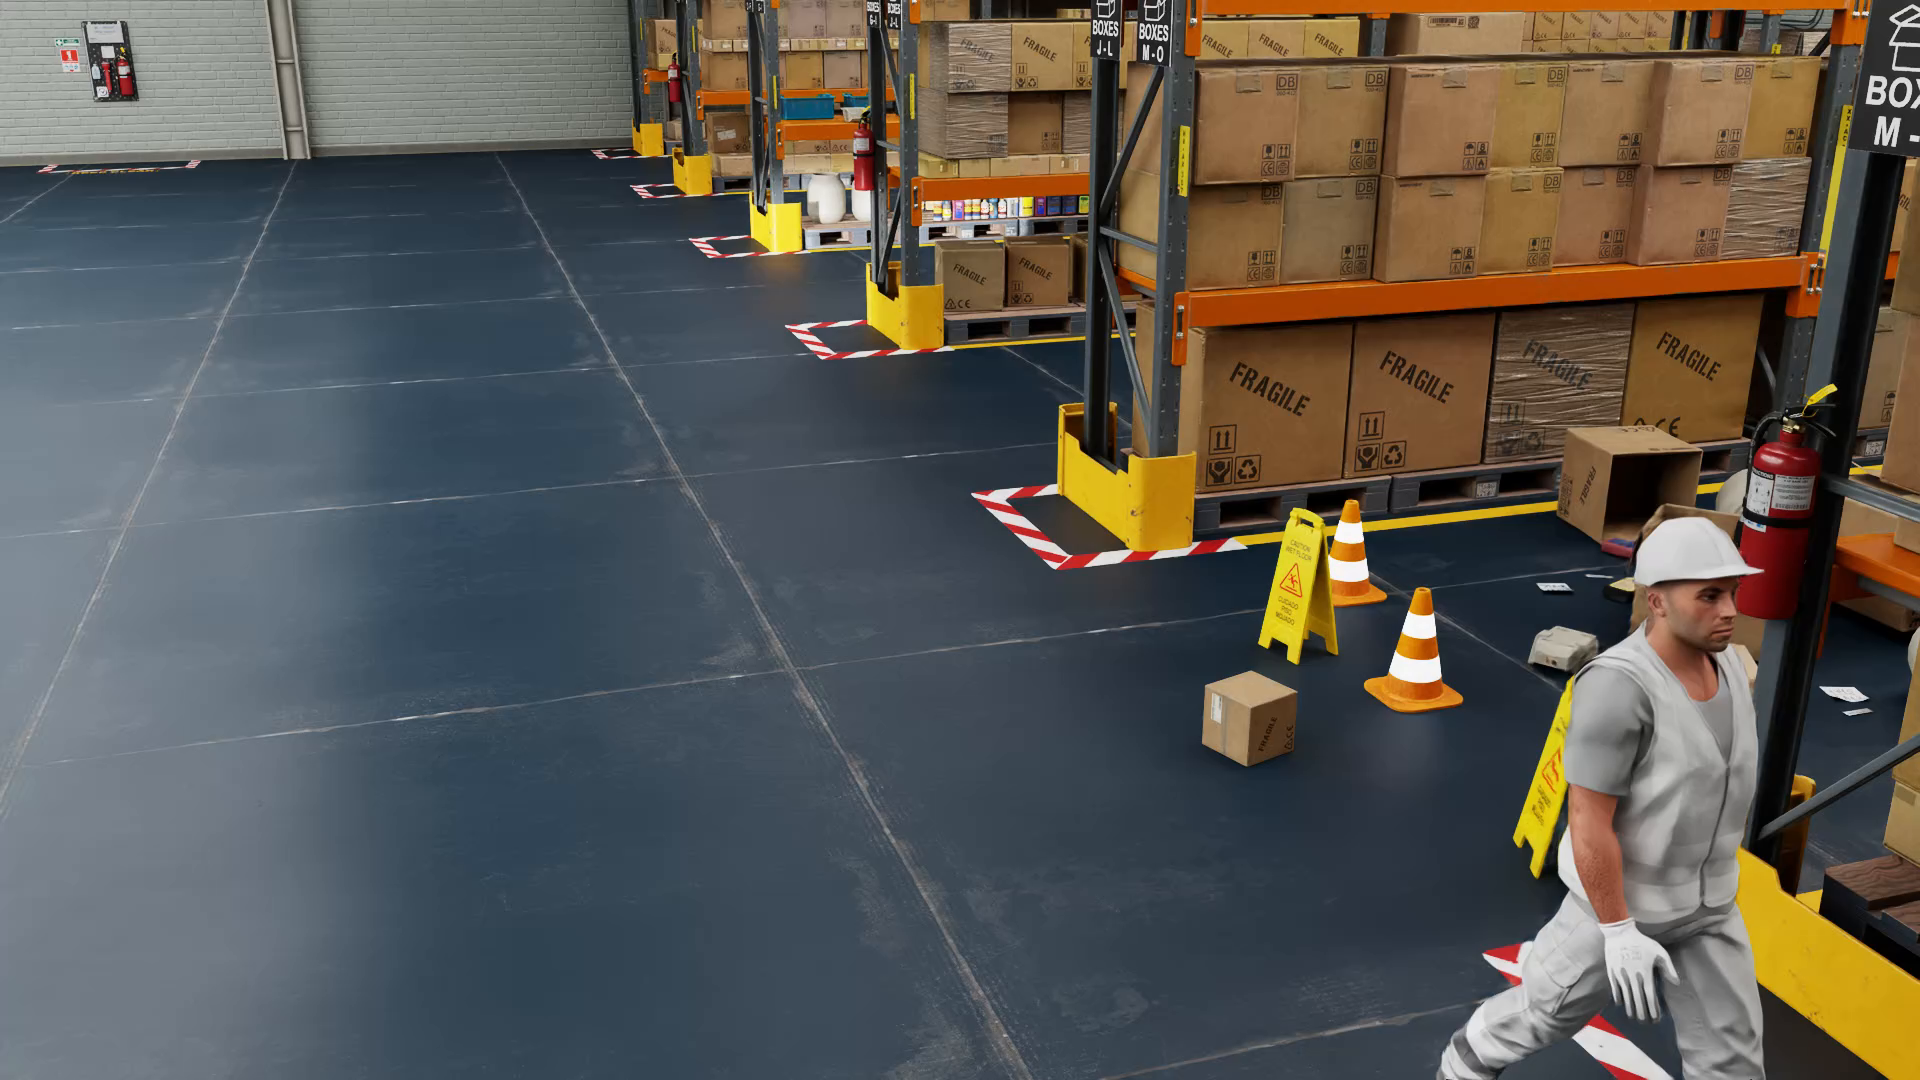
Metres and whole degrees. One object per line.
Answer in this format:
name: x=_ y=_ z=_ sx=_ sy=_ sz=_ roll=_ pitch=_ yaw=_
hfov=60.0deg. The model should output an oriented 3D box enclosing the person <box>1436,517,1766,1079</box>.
person: x=1.583 y=0.805 z=3.714 sx=0.597 sy=1.742 sz=1.063 roll=-9 pitch=21 yaw=-24
